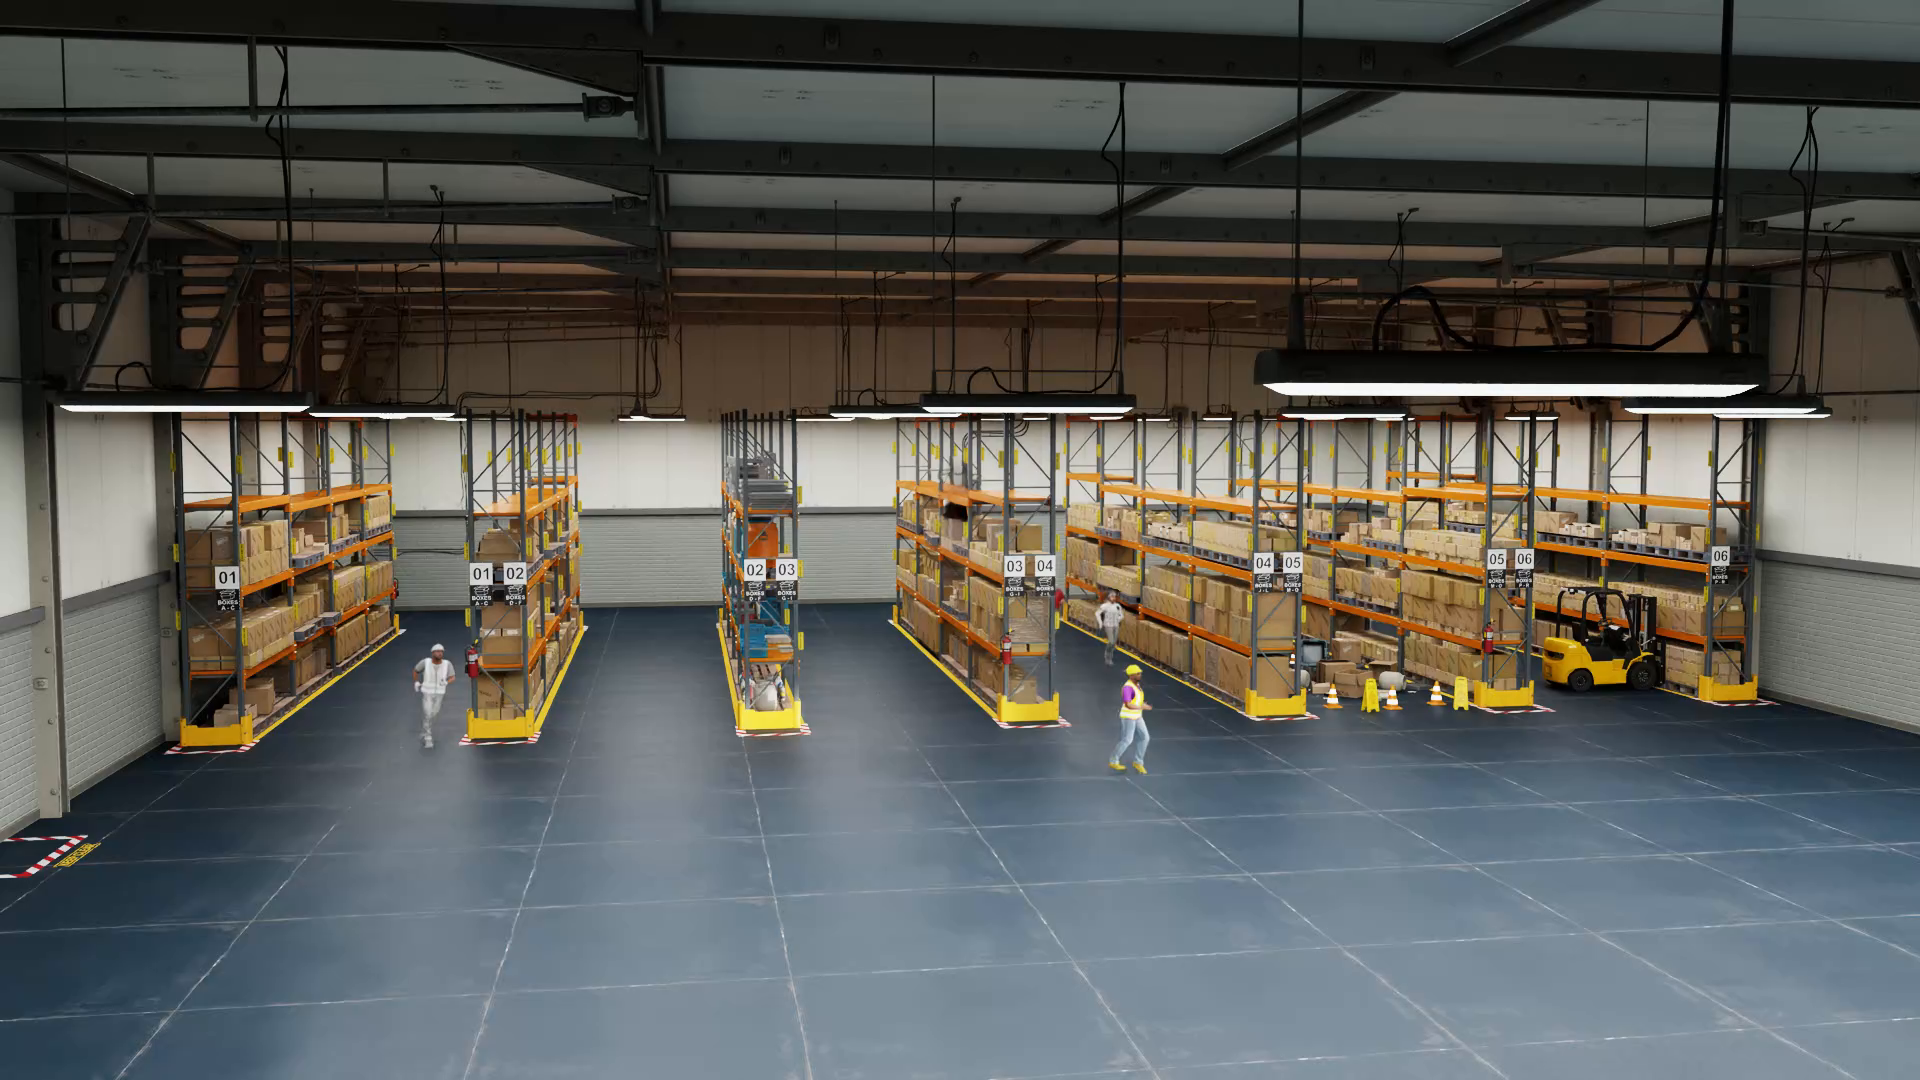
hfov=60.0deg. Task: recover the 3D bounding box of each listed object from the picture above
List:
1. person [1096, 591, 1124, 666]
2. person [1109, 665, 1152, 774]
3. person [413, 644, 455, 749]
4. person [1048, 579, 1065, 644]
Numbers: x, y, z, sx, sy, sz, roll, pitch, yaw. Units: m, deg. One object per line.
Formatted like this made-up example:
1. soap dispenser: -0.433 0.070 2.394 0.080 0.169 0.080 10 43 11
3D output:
1. person: 3.424 1.985 37.450 0.593 1.702 0.620 -1 4 -18
2. person: 2.823 2.958 27.250 0.751 1.840 0.716 2 4 26
3. person: -9.403 2.764 29.775 0.687 1.803 0.826 -3 5 -35
4. person: 2.421 1.876 42.979 0.637 1.738 0.702 -2 4 -21
